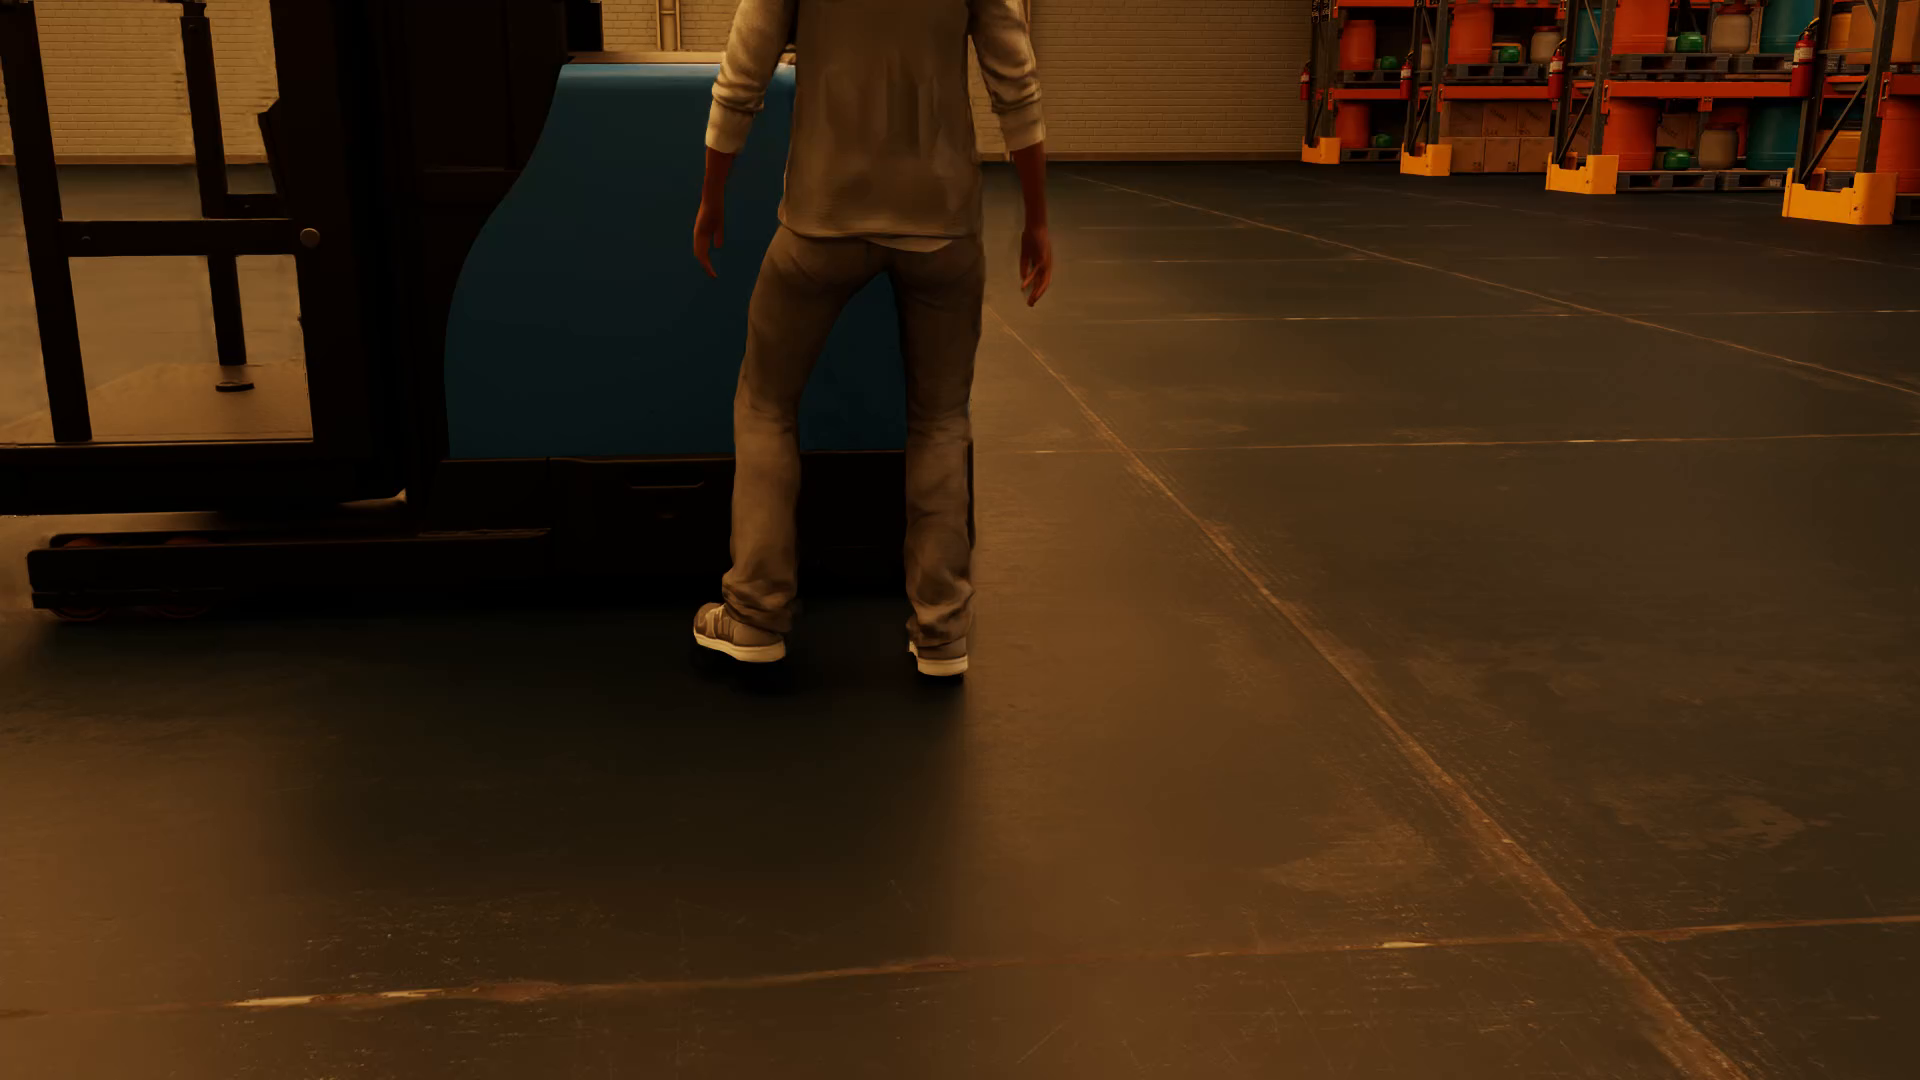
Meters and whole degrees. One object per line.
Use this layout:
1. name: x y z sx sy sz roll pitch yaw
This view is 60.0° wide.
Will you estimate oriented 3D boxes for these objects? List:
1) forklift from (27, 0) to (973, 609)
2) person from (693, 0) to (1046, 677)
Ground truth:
1. forklift: -1.523 -1.395 3.478 3.031 2.935 1.130 -2 15 -6
2. person: -0.170 -0.413 2.889 0.633 1.335 0.283 -2 15 -7
